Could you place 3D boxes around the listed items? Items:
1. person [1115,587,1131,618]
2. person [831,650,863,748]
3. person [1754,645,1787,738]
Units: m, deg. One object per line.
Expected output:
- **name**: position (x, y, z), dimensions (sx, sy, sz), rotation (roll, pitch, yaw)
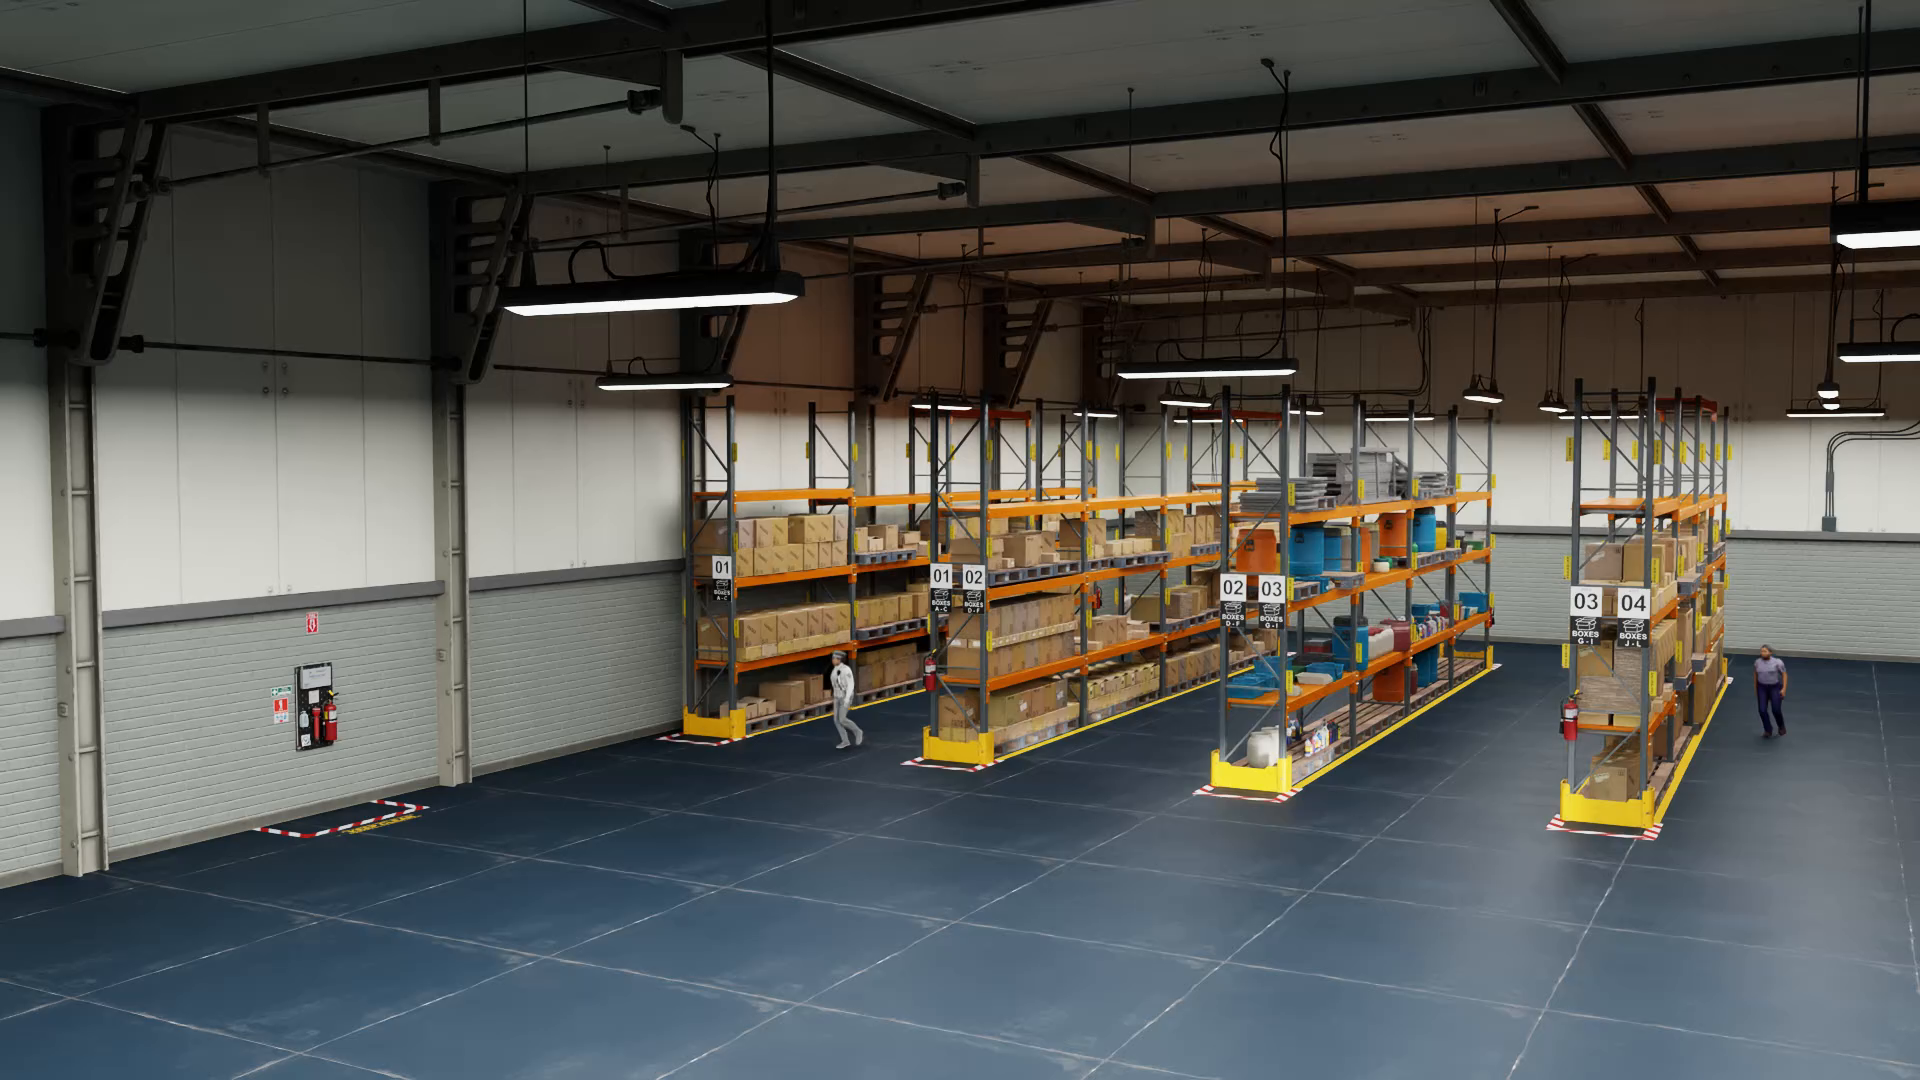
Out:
- **person**: position (4.097, 1.968, 42.030), dimensions (0.481, 1.604, 1.064), rotation (1, 3, 24)
- **person**: position (-1.934, 2.692, 28.280), dimensions (0.499, 1.659, 0.567), rotation (-2, 4, -37)
- **person**: position (14.293, 2.653, 29.335), dimensions (0.553, 1.630, 0.458), rotation (3, 4, 41)
